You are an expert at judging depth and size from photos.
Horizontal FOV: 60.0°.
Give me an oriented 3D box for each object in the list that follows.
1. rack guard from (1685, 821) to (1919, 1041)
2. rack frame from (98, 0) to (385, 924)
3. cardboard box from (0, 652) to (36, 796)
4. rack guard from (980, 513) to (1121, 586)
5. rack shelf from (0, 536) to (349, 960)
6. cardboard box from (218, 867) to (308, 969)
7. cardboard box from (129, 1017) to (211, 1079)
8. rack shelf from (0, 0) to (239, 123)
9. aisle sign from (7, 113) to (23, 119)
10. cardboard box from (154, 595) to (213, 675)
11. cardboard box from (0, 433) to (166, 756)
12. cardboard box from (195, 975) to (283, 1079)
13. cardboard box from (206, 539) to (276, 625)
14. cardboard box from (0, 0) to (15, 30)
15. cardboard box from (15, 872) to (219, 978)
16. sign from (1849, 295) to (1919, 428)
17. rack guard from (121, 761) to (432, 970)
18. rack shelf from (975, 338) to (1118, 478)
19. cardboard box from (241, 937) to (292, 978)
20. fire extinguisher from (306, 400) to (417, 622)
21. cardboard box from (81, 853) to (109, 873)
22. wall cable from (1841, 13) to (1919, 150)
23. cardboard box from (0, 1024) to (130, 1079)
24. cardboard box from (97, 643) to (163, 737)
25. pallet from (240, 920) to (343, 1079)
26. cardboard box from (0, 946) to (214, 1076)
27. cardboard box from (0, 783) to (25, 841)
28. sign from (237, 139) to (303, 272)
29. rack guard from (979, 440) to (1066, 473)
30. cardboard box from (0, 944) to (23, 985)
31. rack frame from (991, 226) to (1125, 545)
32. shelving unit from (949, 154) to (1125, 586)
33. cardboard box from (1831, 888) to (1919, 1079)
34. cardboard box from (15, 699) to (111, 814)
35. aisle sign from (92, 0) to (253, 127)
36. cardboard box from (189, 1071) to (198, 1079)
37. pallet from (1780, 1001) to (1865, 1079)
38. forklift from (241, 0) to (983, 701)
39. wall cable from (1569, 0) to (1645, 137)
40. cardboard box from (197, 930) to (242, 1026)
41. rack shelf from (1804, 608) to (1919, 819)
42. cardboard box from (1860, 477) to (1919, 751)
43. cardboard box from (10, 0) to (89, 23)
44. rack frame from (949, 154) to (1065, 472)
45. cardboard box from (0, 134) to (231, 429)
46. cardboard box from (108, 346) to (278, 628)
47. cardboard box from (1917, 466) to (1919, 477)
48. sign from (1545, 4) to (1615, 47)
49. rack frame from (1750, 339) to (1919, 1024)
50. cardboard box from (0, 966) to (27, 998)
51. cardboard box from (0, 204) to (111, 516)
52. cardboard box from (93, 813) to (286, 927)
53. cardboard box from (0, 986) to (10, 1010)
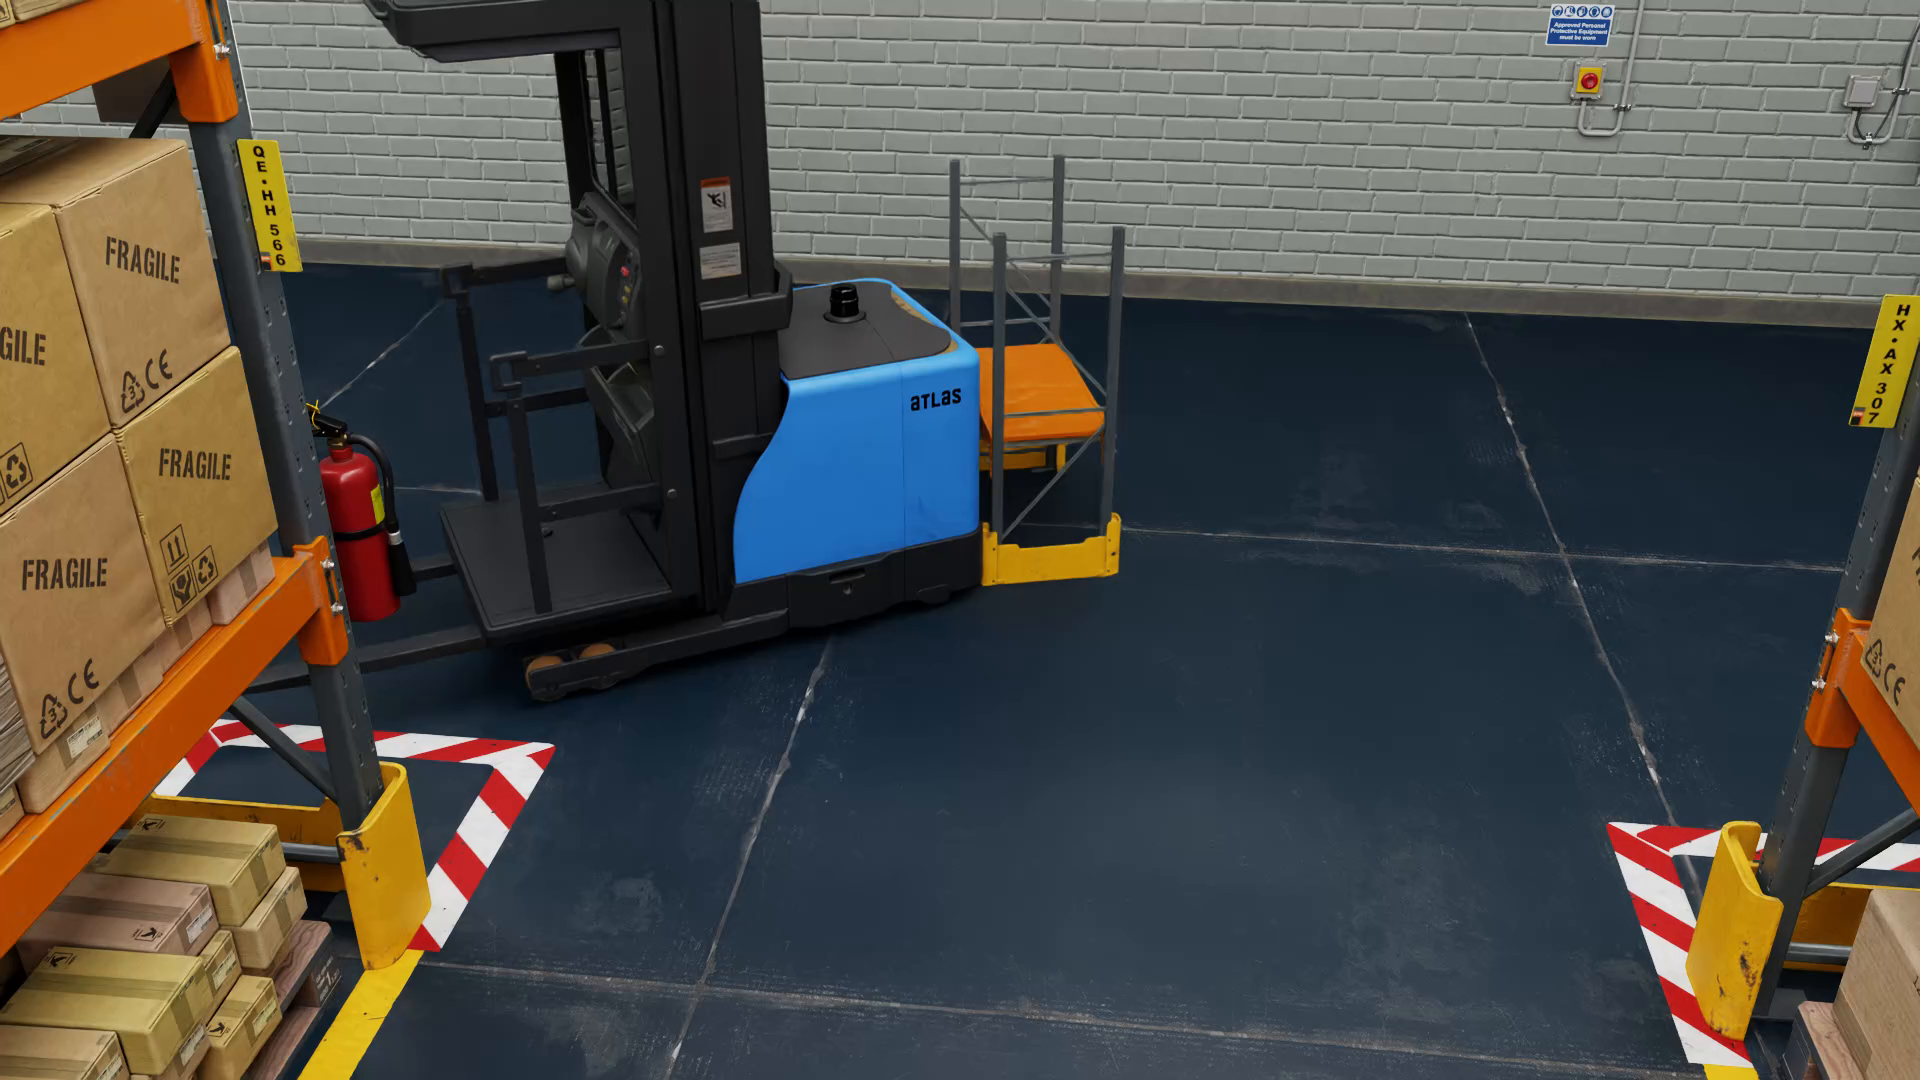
[{"bbox_3d":[2.707,1.129,4.628,1.175,0.500,0.348,3,28,6],"label":"rack guard"},{"bbox_3d":[-2.221,-0.201,4.460,1.000,3.000,0.127,3,28,6],"label":"rack frame"},{"bbox_3d":[-2.141,0.332,3.052,0.500,0.500,0.500,3,29,6],"label":"cardboard box"},{"bbox_3d":[0.372,0.038,6.916,0.587,0.250,0.087,-5,29,-9],"label":"rack guard"},{"bbox_3d":[-2.466,1.057,2.883,1.077,0.370,4.000,3,28,6],"label":"rack shelf"},{"bbox_3d":[-2.002,1.004,4.474,0.380,0.149,0.250,3,28,5],"label":"cardboard box"},{"bbox_3d":[-2.064,1.248,4.020,0.380,0.149,0.250,2,28,4],"label":"cardboard box"},{"bbox_3d":[-2.466,-0.263,2.172,1.077,0.370,4.000,3,28,6],"label":"rack shelf"},{"bbox_3d":[-2.509,-1.397,3.940,0.394,0.787,0.004,3,28,6],"label":"aisle sign"},{"bbox_3d":[-2.048,0.195,3.991,0.380,0.149,0.250,3,28,6],"label":"cardboard box"},{"bbox_3d":[-2.089,0.093,3.496,0.500,0.500,0.500,3,28,5],"label":"cardboard box"},{"bbox_3d":[-2.009,1.256,4.318,0.380,0.149,0.250,4,29,8],"label":"cardboard box"},{"bbox_3d":[-1.980,0.080,4.204,0.380,0.149,0.250,3,28,6],"label":"cardboard box"},{"bbox_3d":[-2.069,-0.985,2.912,0.500,0.250,0.500,3,28,6],"label":"cardboard box"},{"bbox_3d":[-2.122,0.986,4.192,0.380,0.149,0.250,4,29,7],"label":"cardboard box"},{"bbox_3d":[2.154,-0.412,3.855,0.100,0.325,0.005,3,28,6],"label":"sign"},{"bbox_3d":[-2.230,0.935,4.986,1.175,0.500,0.348,3,28,6],"label":"rack guard"},{"bbox_3d":[0.289,-0.582,7.129,0.538,0.185,1.000,-5,29,-9],"label":"rack shelf"},{"bbox_3d":[-2.078,1.129,4.554,0.380,0.149,0.250,4,29,7],"label":"cardboard box"},{"bbox_3d":[-1.732,-0.094,4.737,0.296,0.674,0.183,3,28,6],"label":"fire extinguisher"},{"bbox_3d":[-2.540,0.970,4.536,0.380,0.149,0.250,5,29,8],"label":"cardboard box"},{"bbox_3d":[4.781,-2.987,8.560,0.588,1.984,0.122,3,28,6],"label":"wall cable"},{"bbox_3d":[-2.122,1.234,3.733,0.380,0.149,0.250,2,28,4],"label":"cardboard box"},{"bbox_3d":[-2.064,0.314,3.770,0.380,0.149,0.250,3,28,6],"label":"cardboard box"},{"bbox_3d":[-2.365,1.443,4.349,1.003,0.211,1.213,3,28,6],"label":"pallet"},{"bbox_3d":[-2.028,1.116,3.952,0.380,0.149,0.250,3,28,5],"label":"cardboard box"},{"bbox_3d":[-2.133,0.557,3.318,0.380,0.149,0.250,2,28,4],"label":"cardboard box"},{"bbox_3d":[-1.672,-0.808,4.033,0.100,0.325,0.005,3,28,6],"label":"sign"},{"bbox_3d":[0.203,-0.428,7.780,0.587,0.250,0.087,-5,29,-9],"label":"rack guard"},{"bbox_3d":[-2.537,0.971,4.220,0.380,0.149,0.250,4,29,7],"label":"cardboard box"},{"bbox_3d":[0.376,-0.503,6.603,0.500,1.500,0.032,-5,29,-9],"label":"rack frame"},{"bbox_3d":[0.288,-0.745,7.052,0.587,1.500,1.083,-5,29,-9],"label":"shelving unit"},{"bbox_3d":[2.723,1.299,3.935,0.875,0.438,0.875,2,28,4],"label":"cardboard box"},{"bbox_3d":[-2.072,0.435,3.545,0.380,0.149,0.250,4,29,8],"label":"cardboard box"},{"bbox_3d":[-1.914,-1.362,3.875,0.394,0.787,0.004,3,28,6],"label":"aisle sign"},{"bbox_3d":[-2.127,1.376,4.097,0.380,0.149,0.250,3,28,6],"label":"cardboard box"},{"bbox_3d":[2.684,1.648,3.969,1.003,0.211,1.213,3,28,6],"label":"pallet"},{"bbox_3d":[-1.470,-0.980,5.979,3.031,2.935,1.130,-12,31,-22],"label":"forklift"},{"bbox_3d":[3.372,-3.077,8.695,0.585,1.953,0.123,3,28,6],"label":"wall cable"},{"bbox_3d":[-2.088,1.123,4.251,0.380,0.149,0.250,3,28,5],"label":"cardboard box"},{"bbox_3d":[2.459,1.298,2.437,1.077,0.370,4.000,3,28,6],"label":"rack shelf"},{"bbox_3d":[2.361,0.205,3.602,0.500,0.500,0.500,3,28,6],"label":"cardboard box"},{"bbox_3d":[-2.014,-1.226,3.358,0.500,0.250,0.500,3,28,5],"label":"cardboard box"},{"bbox_3d":[0.203,-0.978,7.485,0.500,1.500,0.032,-5,29,-9],"label":"rack frame"},{"bbox_3d":[-2.030,-0.586,3.702,0.500,0.500,0.500,3,28,5],"label":"cardboard box"},{"bbox_3d":[-2.020,-0.149,3.945,0.500,0.500,0.500,4,29,7],"label":"cardboard box"},{"bbox_3d":[2.363,-0.235,3.365,0.500,0.500,0.500,3,28,5],"label":"cardboard box"},{"bbox_3d":[3.332,-2.767,8.938,0.327,0.218,0.001,3,28,6],"label":"sign"},{"bbox_3d":[2.704,0.039,4.014,1.000,3.000,0.127,3,28,6],"label":"rack frame"},{"bbox_3d":[-2.629,1.096,4.303,0.380,0.149,0.250,3,28,6],"label":"cardboard box"},{"bbox_3d":[-2.092,-0.348,3.259,0.500,0.500,0.500,2,28,4],"label":"cardboard box"},{"bbox_3d":[-2.034,0.871,4.406,0.380,0.149,0.250,4,29,7],"label":"cardboard box"},{"bbox_3d":[-2.571,1.216,4.079,0.380,0.149,0.250,4,29,7],"label":"cardboard box"}]
